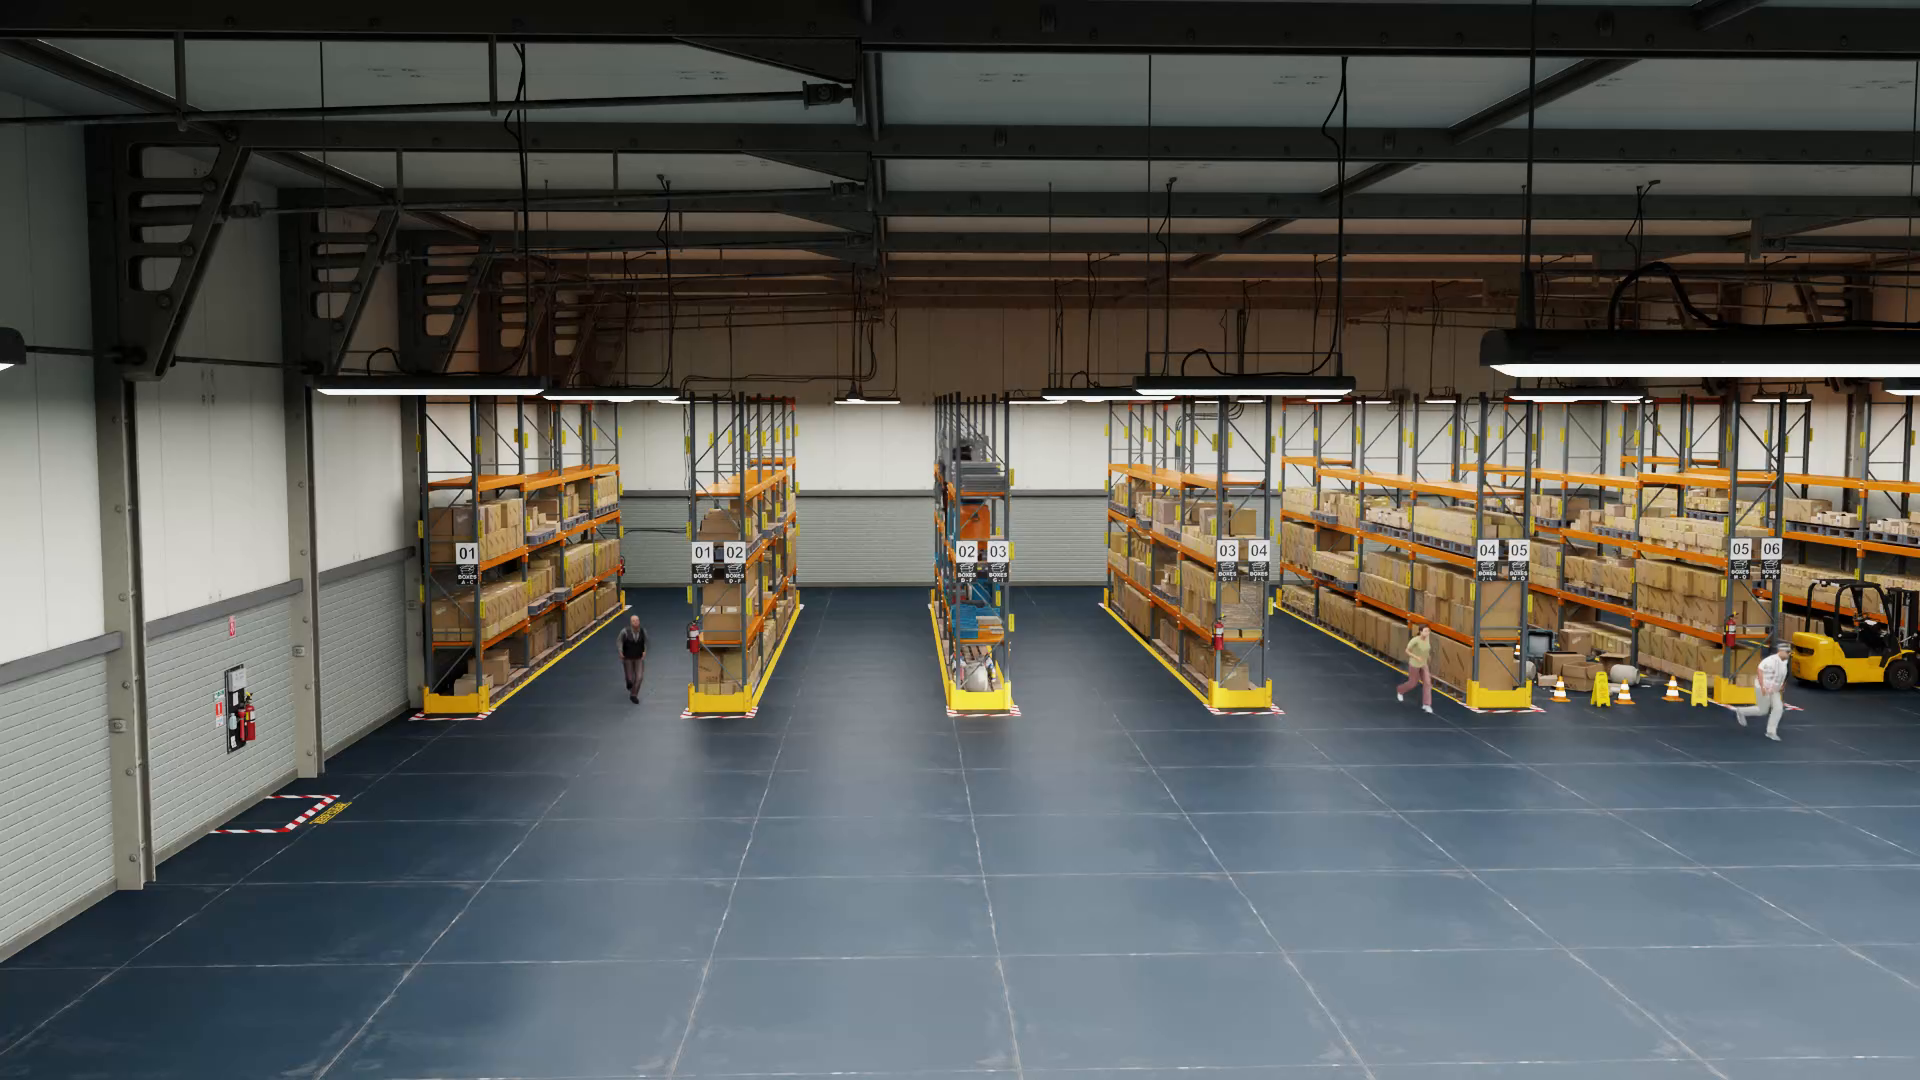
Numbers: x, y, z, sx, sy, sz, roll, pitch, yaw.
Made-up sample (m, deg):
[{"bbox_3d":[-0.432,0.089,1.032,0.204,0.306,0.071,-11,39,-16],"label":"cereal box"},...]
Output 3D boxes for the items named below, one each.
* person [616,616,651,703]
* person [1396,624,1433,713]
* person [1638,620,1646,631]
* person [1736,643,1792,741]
[{"bbox_3d":[-6.347,2.303,32.338,0.667,1.677,0.647,-2,5,-20],"label":"person"},{"bbox_3d":[8.656,2.387,31.482,0.610,1.634,1.045,-2,5,-26],"label":"person"},{"bbox_3d":[17.322,1.551,42.513,0.690,1.533,0.715,-1,5,-14],"label":"person"},{"bbox_3d":[13.957,2.597,28.864,0.665,1.720,0.921,-3,6,-37],"label":"person"}]
